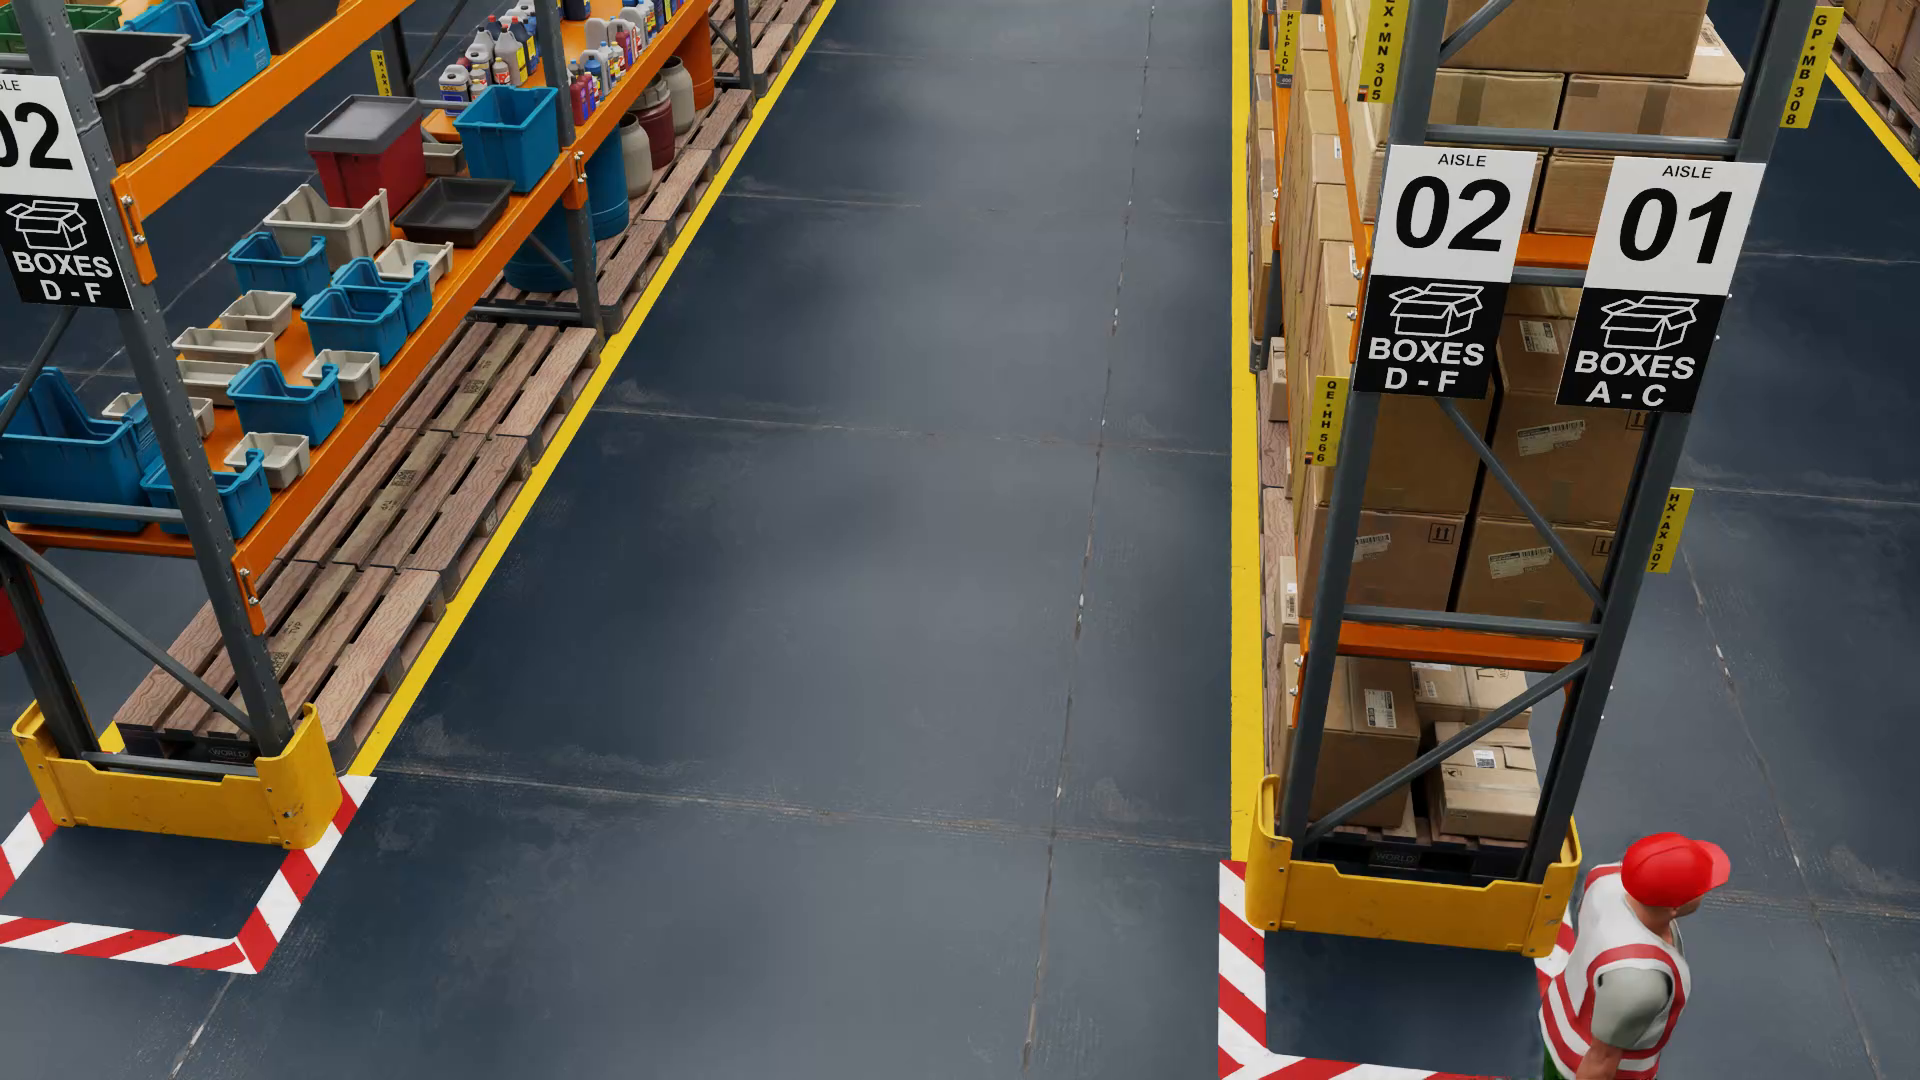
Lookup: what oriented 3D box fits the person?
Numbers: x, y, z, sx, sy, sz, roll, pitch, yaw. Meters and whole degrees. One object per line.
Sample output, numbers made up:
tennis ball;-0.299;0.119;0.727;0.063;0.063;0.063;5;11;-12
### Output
person;1.839;1.494;4.956;0.858;1.754;0.575;4;36;5
